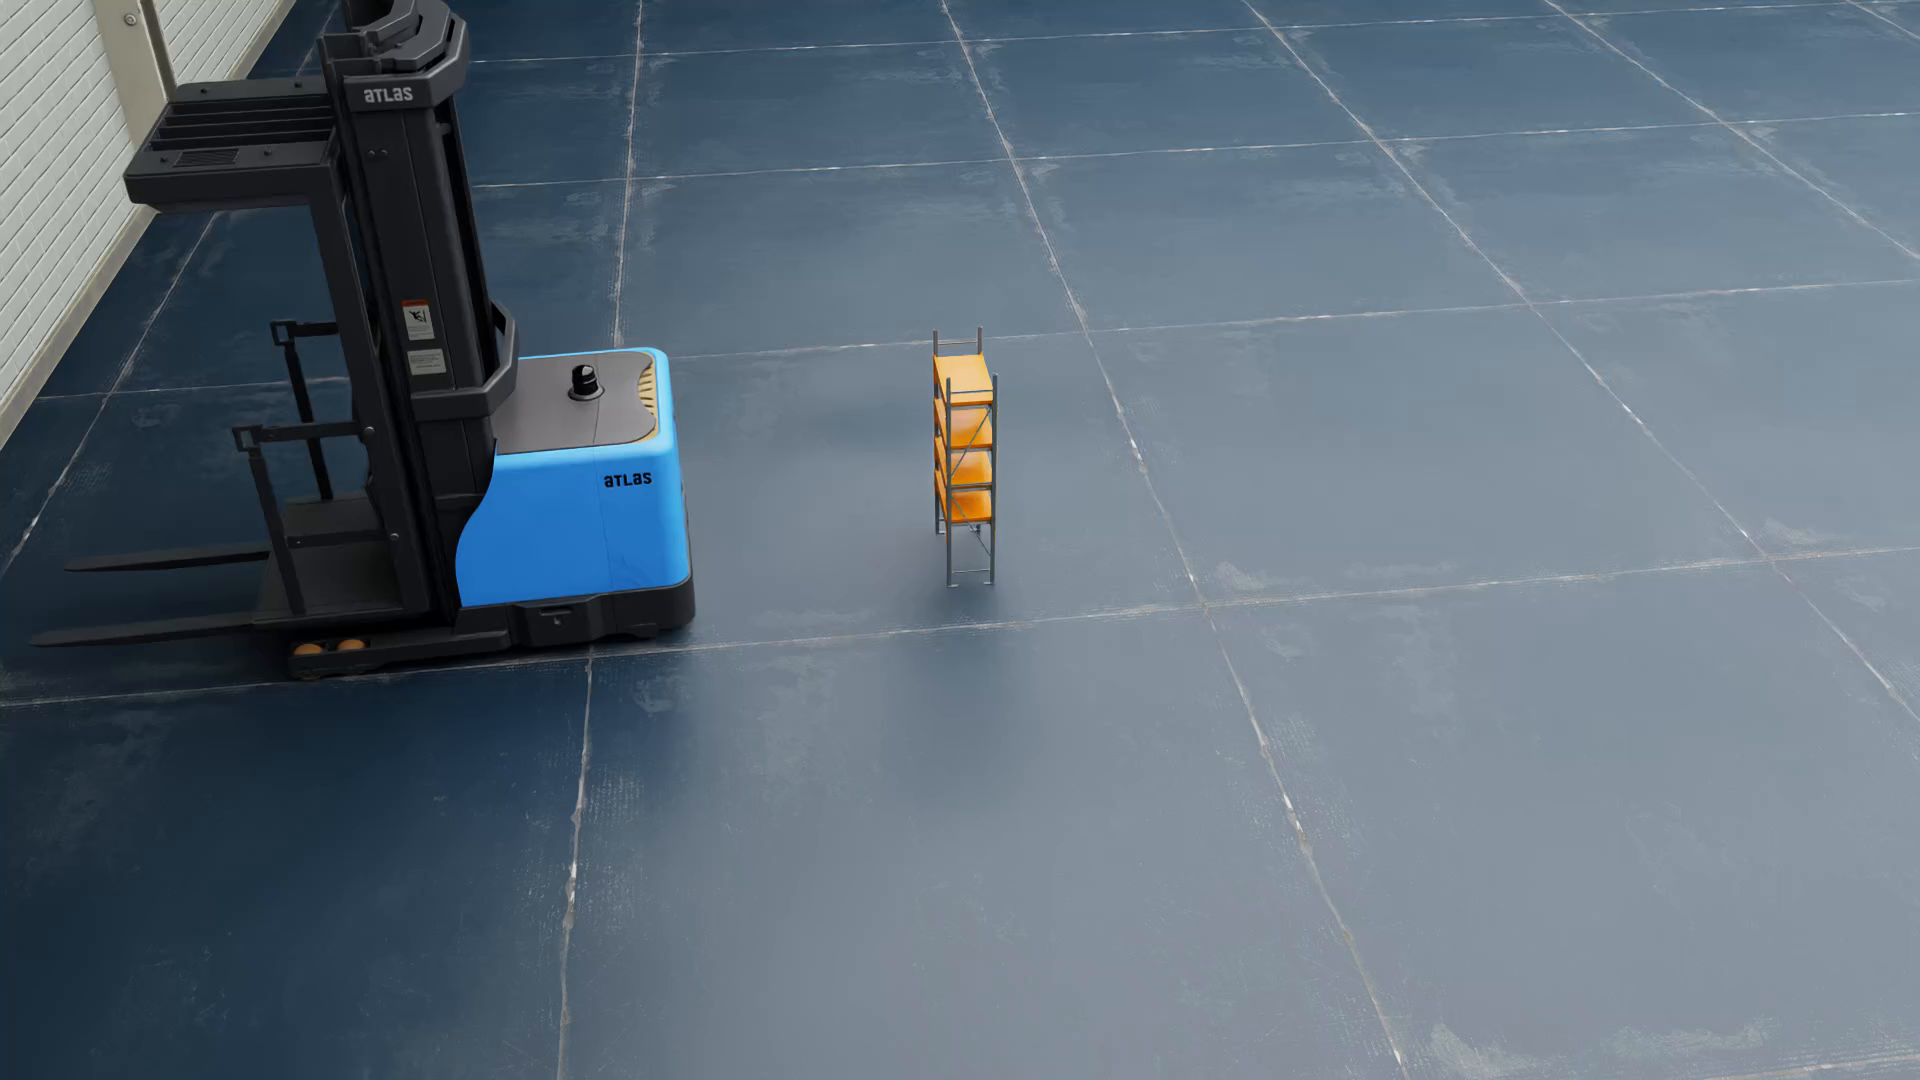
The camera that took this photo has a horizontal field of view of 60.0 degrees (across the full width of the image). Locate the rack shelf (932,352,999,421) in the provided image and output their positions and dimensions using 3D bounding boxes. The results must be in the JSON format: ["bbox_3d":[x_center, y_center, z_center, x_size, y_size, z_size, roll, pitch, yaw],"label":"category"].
[{"bbox_3d":[0.022,-0.728,8.055,0.258,0.148,0.480,-4,35,-6],"label":"rack shelf"}]

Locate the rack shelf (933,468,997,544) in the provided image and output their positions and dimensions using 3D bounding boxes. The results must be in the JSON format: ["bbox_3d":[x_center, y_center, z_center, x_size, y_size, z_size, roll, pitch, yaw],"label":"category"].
[{"bbox_3d":[0.022,-0.184,8.426,0.258,0.148,0.480,-4,35,-6],"label":"rack shelf"}]

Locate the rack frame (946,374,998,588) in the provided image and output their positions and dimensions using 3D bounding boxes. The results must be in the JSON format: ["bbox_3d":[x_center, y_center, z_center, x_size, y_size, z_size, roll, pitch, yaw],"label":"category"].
[{"bbox_3d":[0.055,-0.267,8.077,0.240,1.200,0.015,-4,35,-6],"label":"rack frame"}]

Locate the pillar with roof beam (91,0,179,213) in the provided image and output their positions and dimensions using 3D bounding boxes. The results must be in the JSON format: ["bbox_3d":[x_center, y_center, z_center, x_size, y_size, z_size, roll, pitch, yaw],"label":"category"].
[{"bbox_3d":[-1.585,-6.583,10.419,9.100,9.000,0.400,-4,35,-6],"label":"pillar with roof beam"}]

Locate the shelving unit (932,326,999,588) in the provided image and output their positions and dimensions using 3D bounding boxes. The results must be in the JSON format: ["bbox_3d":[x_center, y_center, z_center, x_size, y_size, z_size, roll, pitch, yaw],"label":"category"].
[{"bbox_3d":[0.022,-0.403,8.277,0.258,1.200,0.503,-4,35,-6],"label":"shelving unit"}]

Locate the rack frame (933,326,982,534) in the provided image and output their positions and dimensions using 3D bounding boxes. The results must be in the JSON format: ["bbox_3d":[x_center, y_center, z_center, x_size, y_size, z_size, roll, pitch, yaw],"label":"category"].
[{"bbox_3d":[-0.011,-0.540,8.476,0.240,1.200,0.015,-4,35,-6],"label":"rack frame"}]

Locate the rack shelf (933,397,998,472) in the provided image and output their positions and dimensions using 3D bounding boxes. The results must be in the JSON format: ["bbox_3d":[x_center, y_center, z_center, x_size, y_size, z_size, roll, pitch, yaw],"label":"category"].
[{"bbox_3d":[0.022,-0.533,8.188,0.258,0.148,0.480,-4,35,-6],"label":"rack shelf"}]

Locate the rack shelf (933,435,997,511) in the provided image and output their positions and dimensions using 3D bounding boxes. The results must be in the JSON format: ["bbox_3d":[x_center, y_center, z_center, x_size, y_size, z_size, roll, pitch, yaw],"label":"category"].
[{"bbox_3d":[0.022,-0.348,8.314,0.258,0.148,0.480,-4,35,-6],"label":"rack shelf"}]

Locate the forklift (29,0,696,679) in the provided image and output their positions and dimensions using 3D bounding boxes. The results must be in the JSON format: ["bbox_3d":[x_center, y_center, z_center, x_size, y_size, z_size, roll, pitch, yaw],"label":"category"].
[{"bbox_3d":[-2.854,-0.880,7.439,3.031,2.935,1.130,-6,35,-8],"label":"forklift"}]
